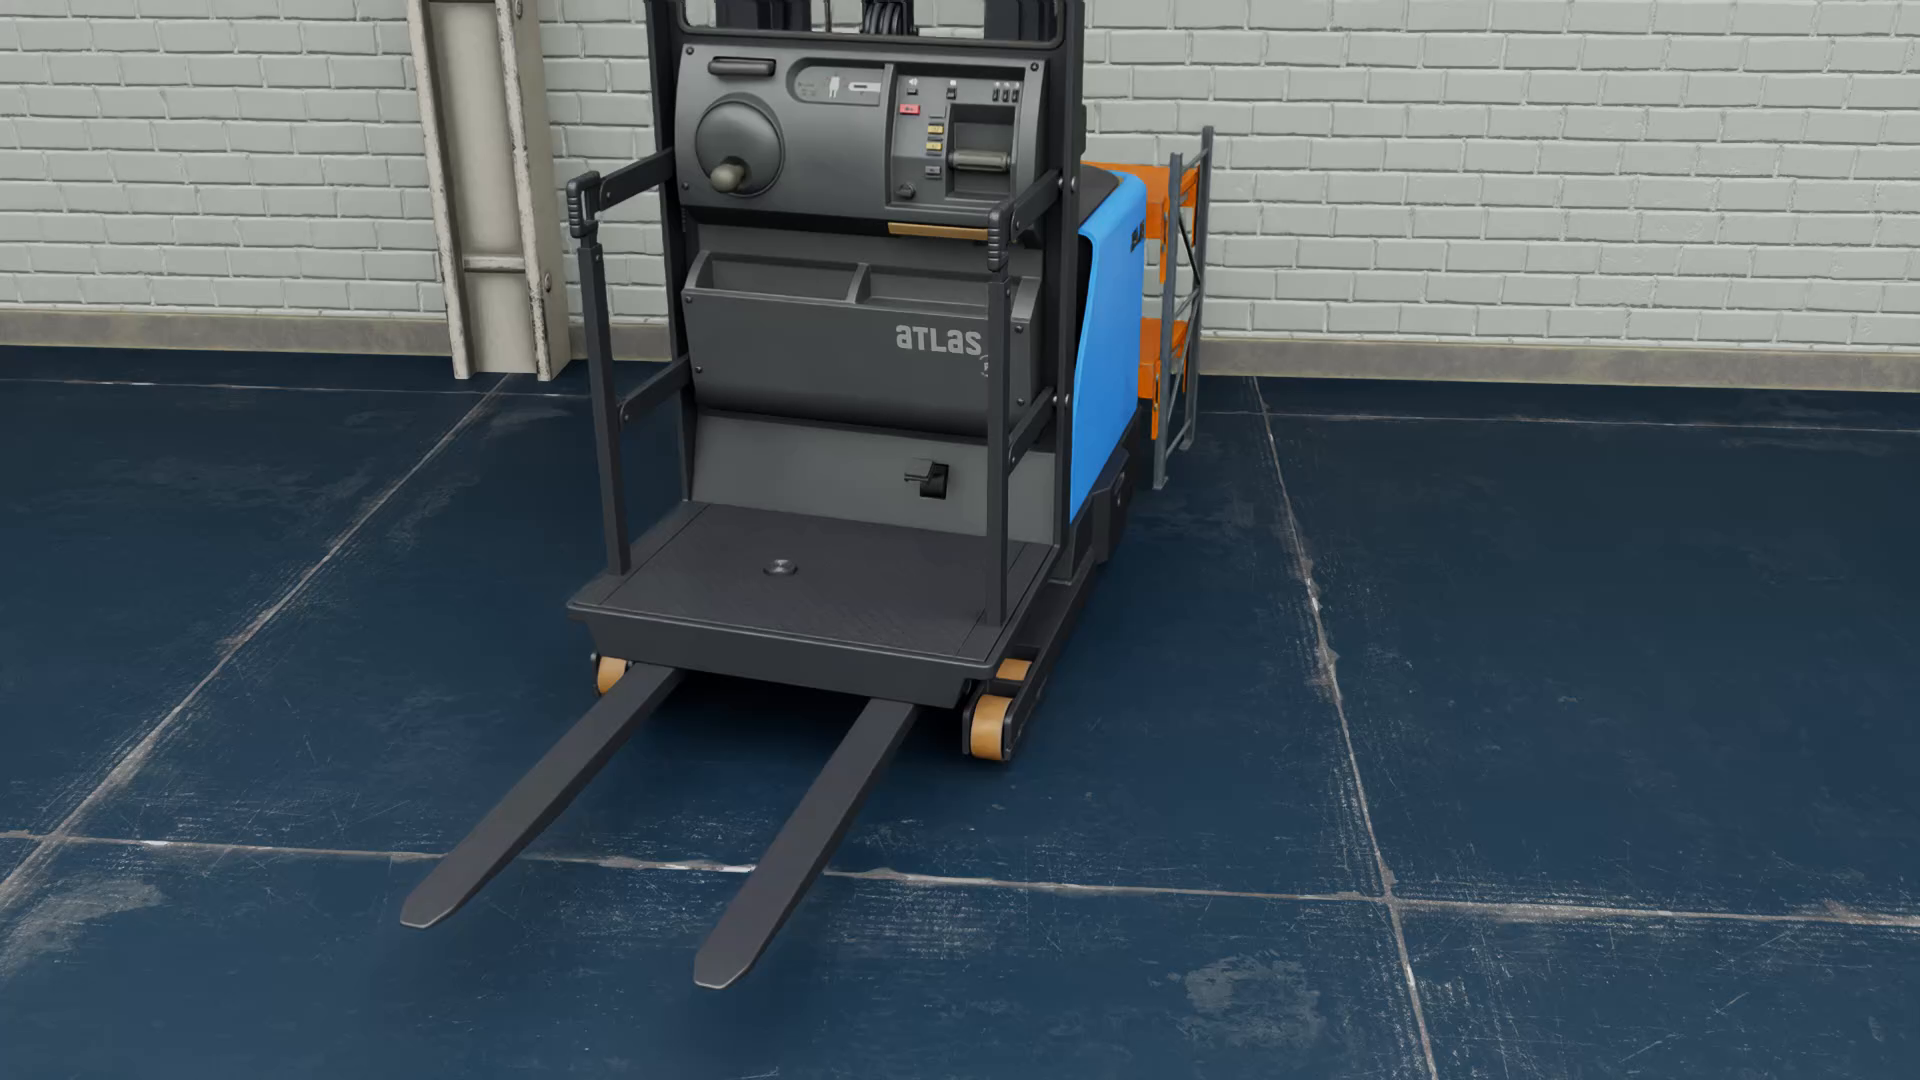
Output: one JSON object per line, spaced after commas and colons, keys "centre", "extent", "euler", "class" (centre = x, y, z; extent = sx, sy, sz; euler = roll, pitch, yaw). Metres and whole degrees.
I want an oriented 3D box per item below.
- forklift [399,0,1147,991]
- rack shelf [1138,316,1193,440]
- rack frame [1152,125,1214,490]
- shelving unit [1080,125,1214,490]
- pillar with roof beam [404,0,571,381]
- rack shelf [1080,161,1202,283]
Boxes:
{"centre": [-0.313, -0.972, 3.856], "extent": [1.130, 2.935, 3.031], "euler": [7, 26, 15], "class": "forklift"}
{"centre": [0.274, -0.632, 5.863], "extent": [1.000, 0.278, 0.538], "euler": [9, 26, 18], "class": "rack shelf"}
{"centre": [0.752, -0.781, 5.602], "extent": [0.032, 1.125, 0.500], "euler": [9, 26, 18], "class": "rack frame"}
{"centre": [0.274, -0.854, 5.761], "extent": [1.048, 1.125, 0.538], "euler": [9, 26, 18], "class": "shelving unit"}
{"centre": [-2.144, -2.998, 1.000], "extent": [0.400, 9.000, 9.100], "euler": [2, 25, 4], "class": "pillar with roof beam"}
{"centre": [0.274, -1.120, 5.639], "extent": [1.000, 0.278, 0.538], "euler": [9, 26, 18], "class": "rack shelf"}
